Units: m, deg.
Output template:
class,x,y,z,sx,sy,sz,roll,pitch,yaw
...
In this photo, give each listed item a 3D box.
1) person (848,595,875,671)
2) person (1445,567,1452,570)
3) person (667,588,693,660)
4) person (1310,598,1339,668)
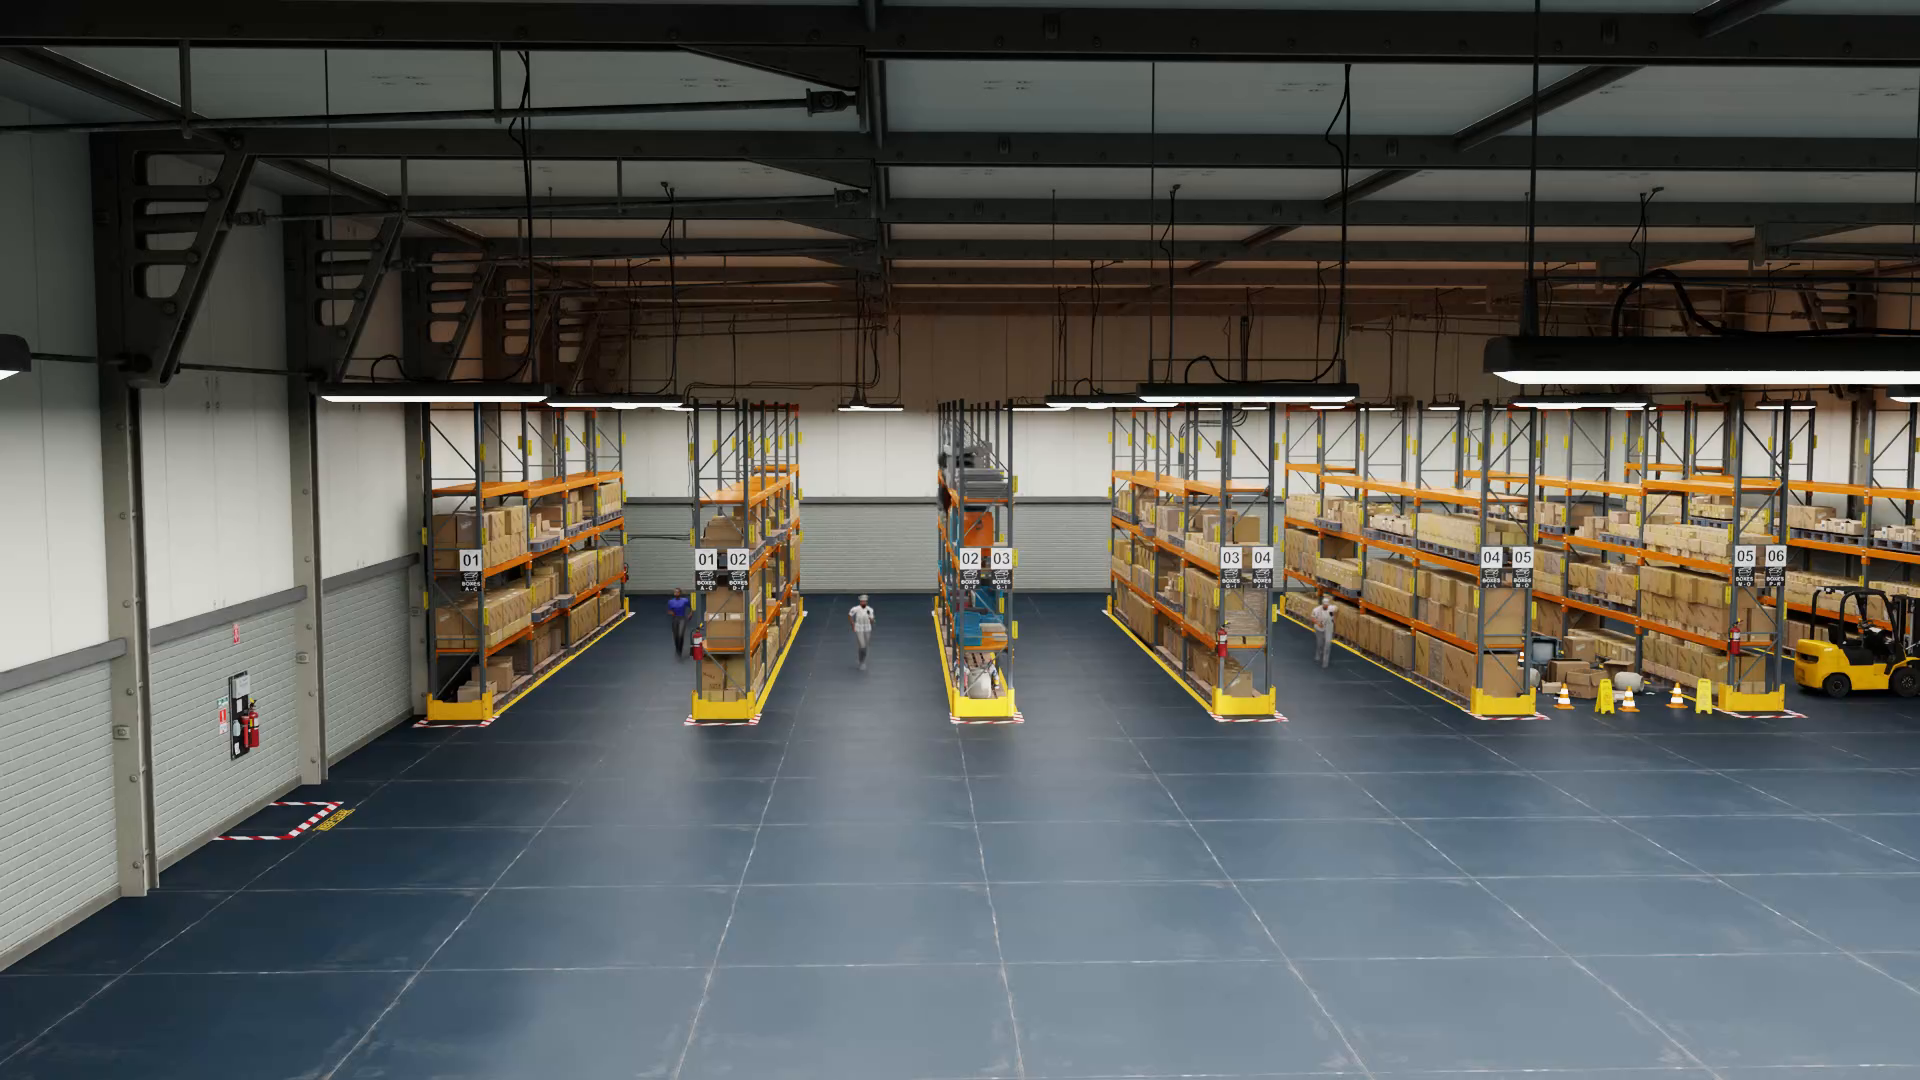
class,x,y,z,sx,sy,sz,roll,pitch,yaw
person,-2.179,2.076,37.191,0.576,1.734,0.766,-1,5,-18
person,14.740,1.133,49.414,0.724,1.743,0.577,-1,4,-11
person,-6.578,1.962,38.973,0.576,1.694,0.765,0,4,3
person,8.290,2.084,37.904,0.647,1.627,1.036,0,4,2
